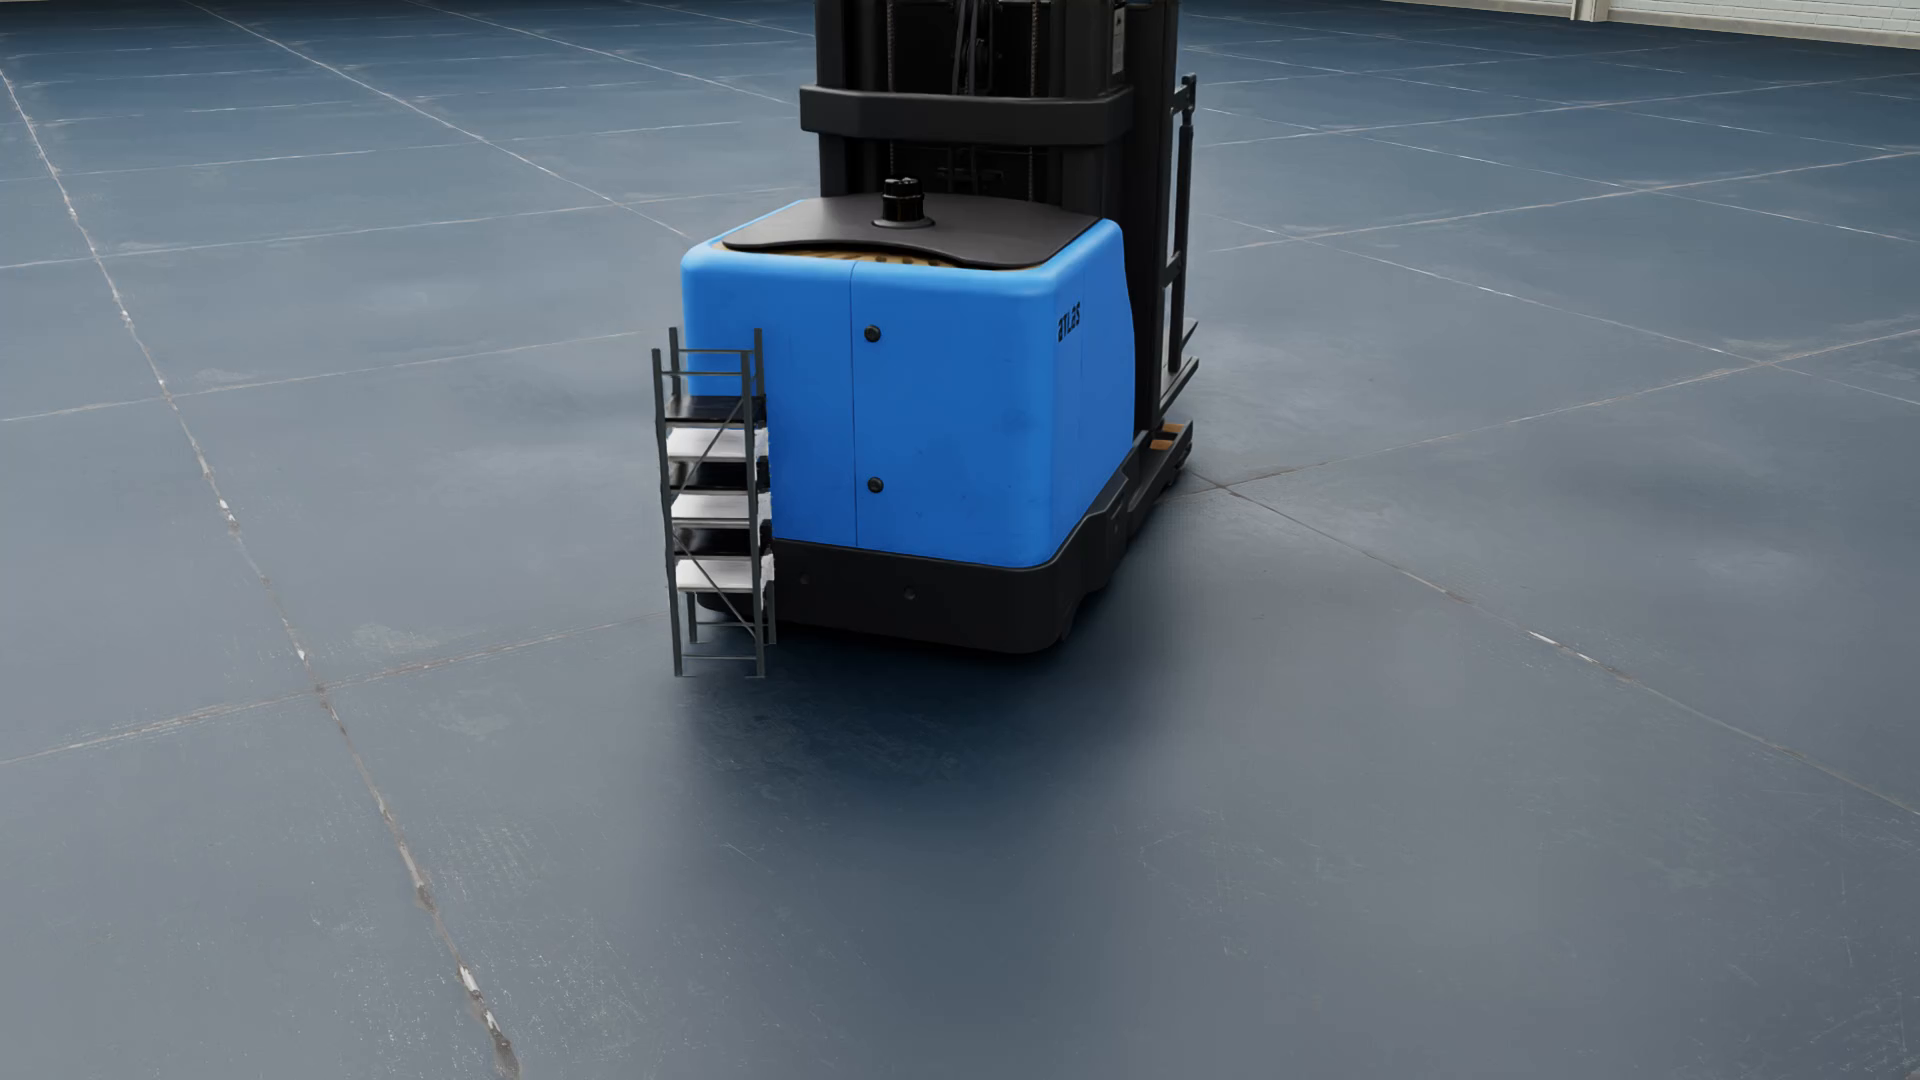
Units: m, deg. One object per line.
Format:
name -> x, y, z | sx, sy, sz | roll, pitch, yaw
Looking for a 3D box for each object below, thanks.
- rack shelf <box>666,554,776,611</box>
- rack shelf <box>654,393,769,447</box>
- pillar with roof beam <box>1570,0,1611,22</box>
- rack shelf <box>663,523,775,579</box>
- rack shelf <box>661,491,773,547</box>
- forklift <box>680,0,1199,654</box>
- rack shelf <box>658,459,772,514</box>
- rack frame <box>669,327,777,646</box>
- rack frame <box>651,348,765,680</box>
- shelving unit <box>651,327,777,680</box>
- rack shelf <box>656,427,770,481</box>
rack shelf -> -0.632, 0.109, 4.416 | 0.258, 0.077, 0.200 | 1, 22, 2
rack shelf -> -0.632, -0.308, 4.246 | 0.258, 0.077, 0.200 | 1, 22, 2
pillar with roof beam -> 4.992, -10.522, 19.248 | 9.100, 9.000, 0.400 | -13, 25, -28
rack shelf -> -0.632, 0.025, 4.382 | 0.258, 0.077, 0.200 | 1, 22, 2
rack shelf -> -0.632, -0.058, 4.348 | 0.258, 0.077, 0.200 | 1, 22, 2
forklift -> 0.198, -1.583, 5.314 | 1.130, 2.935, 3.031 | 7, 23, 17
rack shelf -> -0.632, -0.141, 4.314 | 0.258, 0.077, 0.200 | 1, 22, 2
rack frame -> -0.627, -0.127, 4.429 | 0.240, 0.900, 0.006 | 1, 22, 2
rack frame -> -0.636, -0.051, 4.241 | 0.240, 0.900, 0.006 | 1, 22, 2
shelving unit -> -0.632, -0.089, 4.335 | 0.258, 0.900, 0.210 | 1, 22, 2
rack shelf -> -0.632, -0.225, 4.280 | 0.258, 0.077, 0.200 | 1, 22, 2
